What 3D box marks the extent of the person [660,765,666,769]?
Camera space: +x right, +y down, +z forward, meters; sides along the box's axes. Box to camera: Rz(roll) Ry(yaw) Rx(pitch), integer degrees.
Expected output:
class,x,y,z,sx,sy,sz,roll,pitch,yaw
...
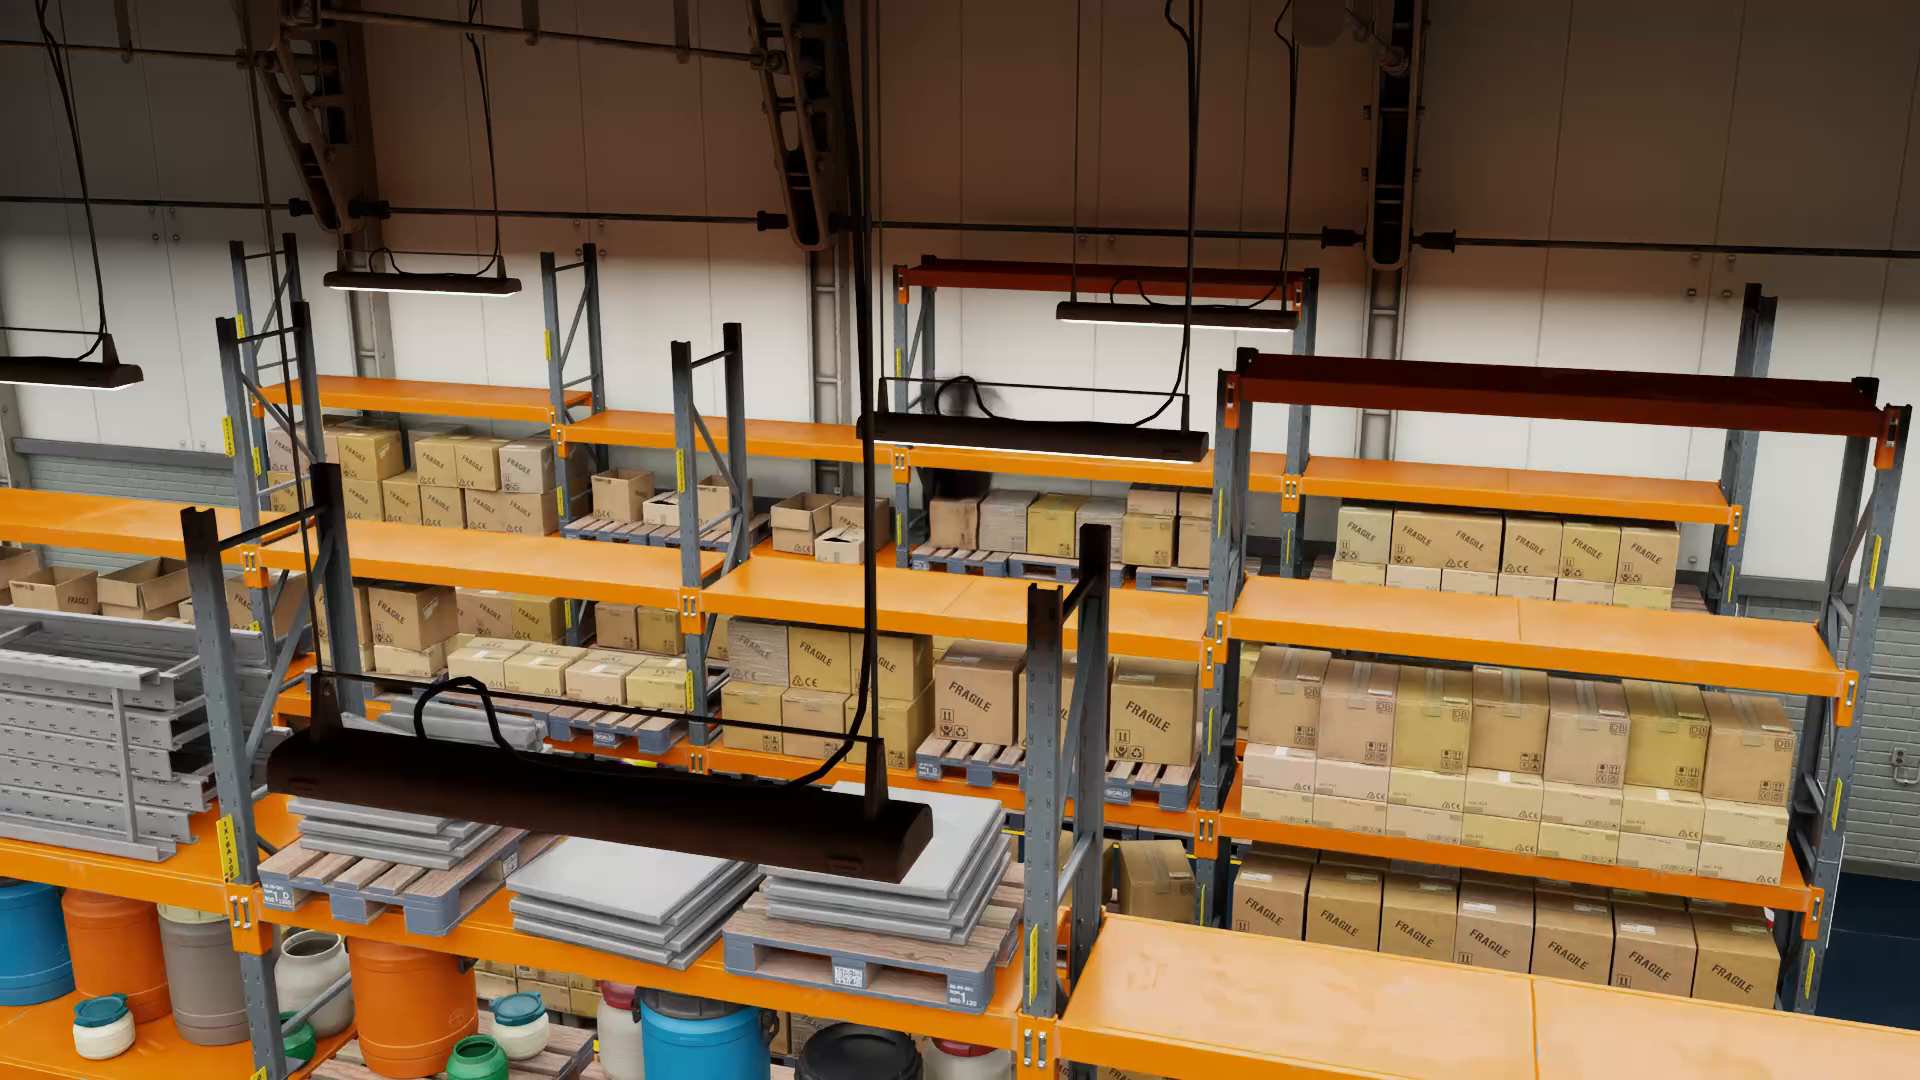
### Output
class,x,y,z,sx,sy,sz,roll,pitch,yaw
person,-3.225,2.269,16.547,0.373,1.045,0.697,9,18,28
